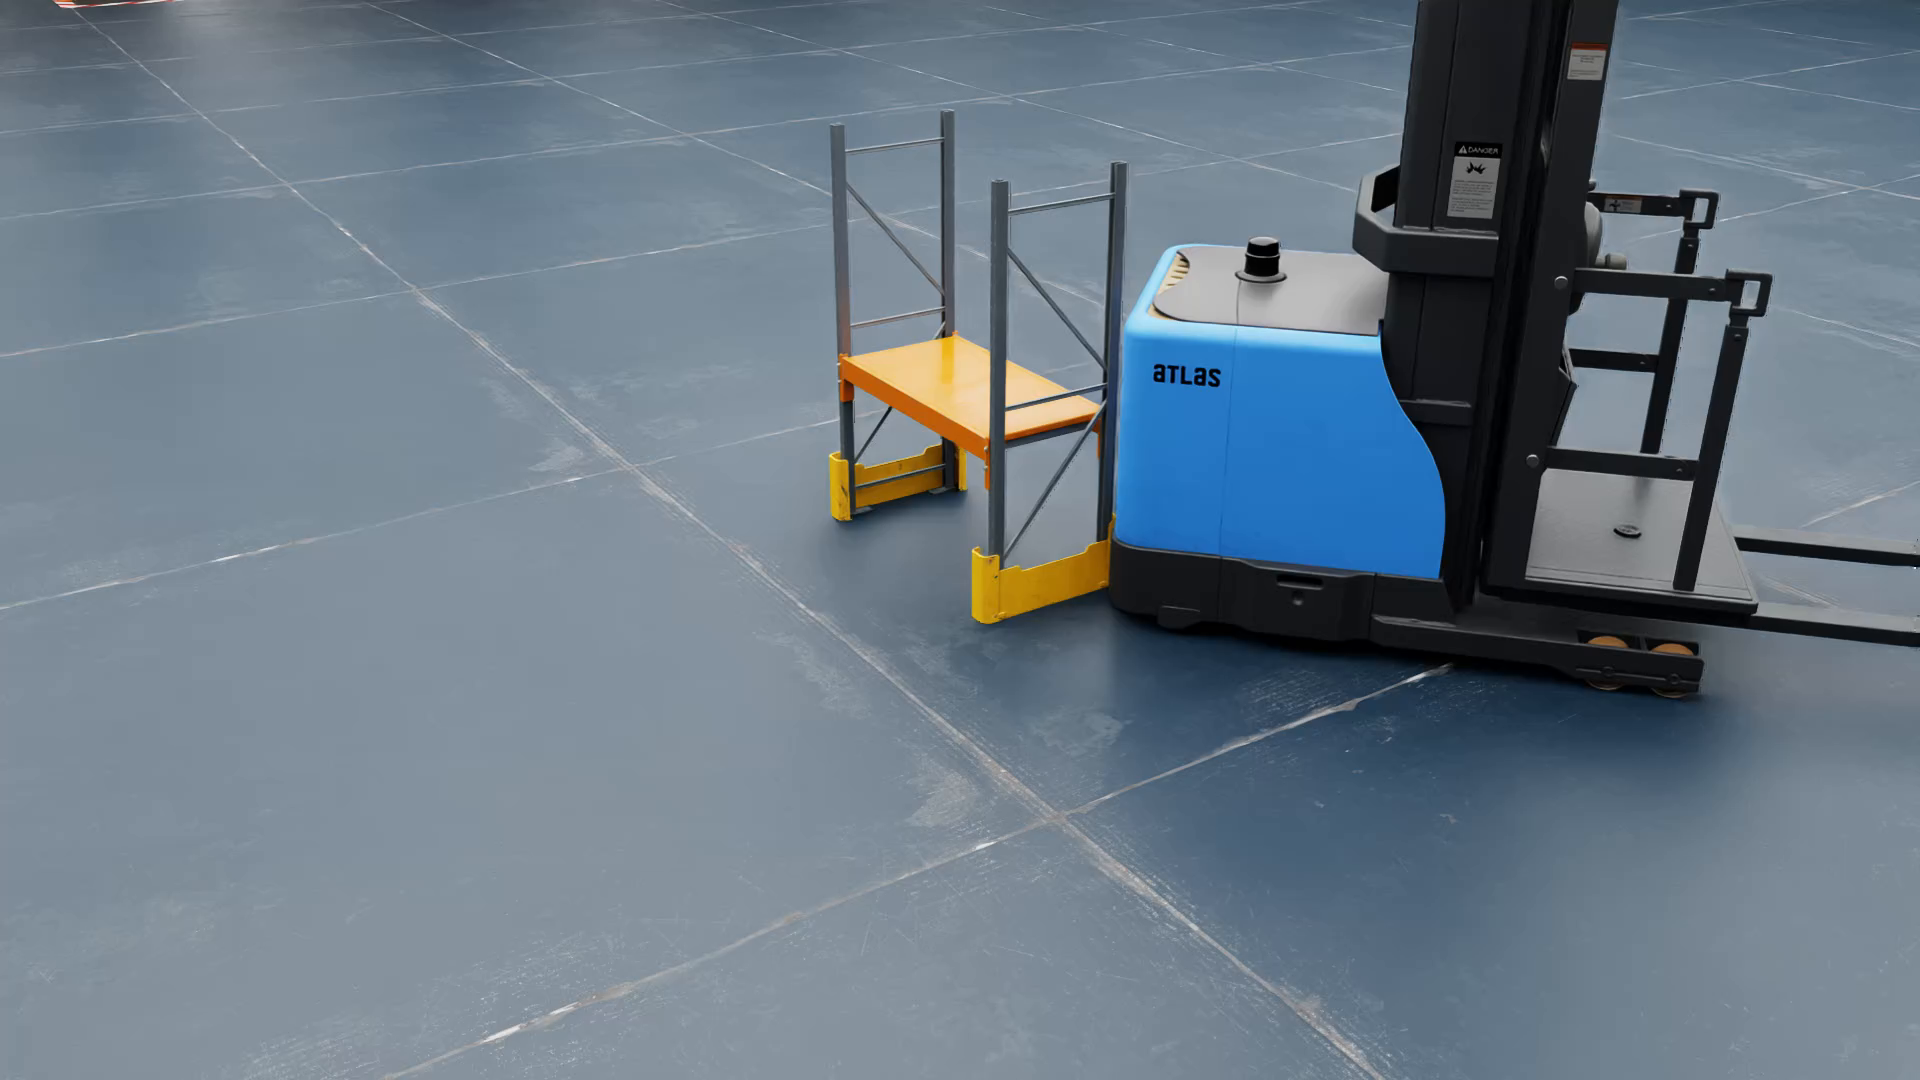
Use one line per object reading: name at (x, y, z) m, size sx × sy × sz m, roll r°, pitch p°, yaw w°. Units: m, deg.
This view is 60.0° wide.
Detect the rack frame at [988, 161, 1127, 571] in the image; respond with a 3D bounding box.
rack frame at (0.313, -0.466, 5.481) m, size 0.500 × 1.500 × 0.032 m, roll -15°, pitch 29°, yaw -29°

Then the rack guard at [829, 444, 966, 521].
rack guard at (-0.237, -0.265, 6.520) m, size 0.587 × 0.250 × 0.087 m, roll -15°, pitch 29°, yaw -29°

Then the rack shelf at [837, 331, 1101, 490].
rack shelf at (0.038, -0.486, 5.944) m, size 0.538 × 0.185 × 1.000 m, roll -15°, pitch 29°, yaw -29°

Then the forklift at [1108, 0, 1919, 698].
forklift at (2.079, -1.082, 5.110) m, size 3.031 × 2.935 × 1.130 m, roll 6°, pitch 26°, yaw 13°

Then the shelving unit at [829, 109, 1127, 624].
shelving unit at (0.033, -0.652, 5.874) m, size 0.587 × 1.500 × 1.083 m, roll -15°, pitch 29°, yaw -29°

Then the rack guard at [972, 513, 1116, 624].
rack guard at (0.302, 0.092, 5.762) m, size 0.587 × 0.250 × 0.087 m, roll -15°, pitch 29°, yaw -29°

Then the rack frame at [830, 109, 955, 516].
rack frame at (-0.238, -0.831, 6.254) m, size 0.500 × 1.500 × 0.032 m, roll -15°, pitch 29°, yaw -29°
